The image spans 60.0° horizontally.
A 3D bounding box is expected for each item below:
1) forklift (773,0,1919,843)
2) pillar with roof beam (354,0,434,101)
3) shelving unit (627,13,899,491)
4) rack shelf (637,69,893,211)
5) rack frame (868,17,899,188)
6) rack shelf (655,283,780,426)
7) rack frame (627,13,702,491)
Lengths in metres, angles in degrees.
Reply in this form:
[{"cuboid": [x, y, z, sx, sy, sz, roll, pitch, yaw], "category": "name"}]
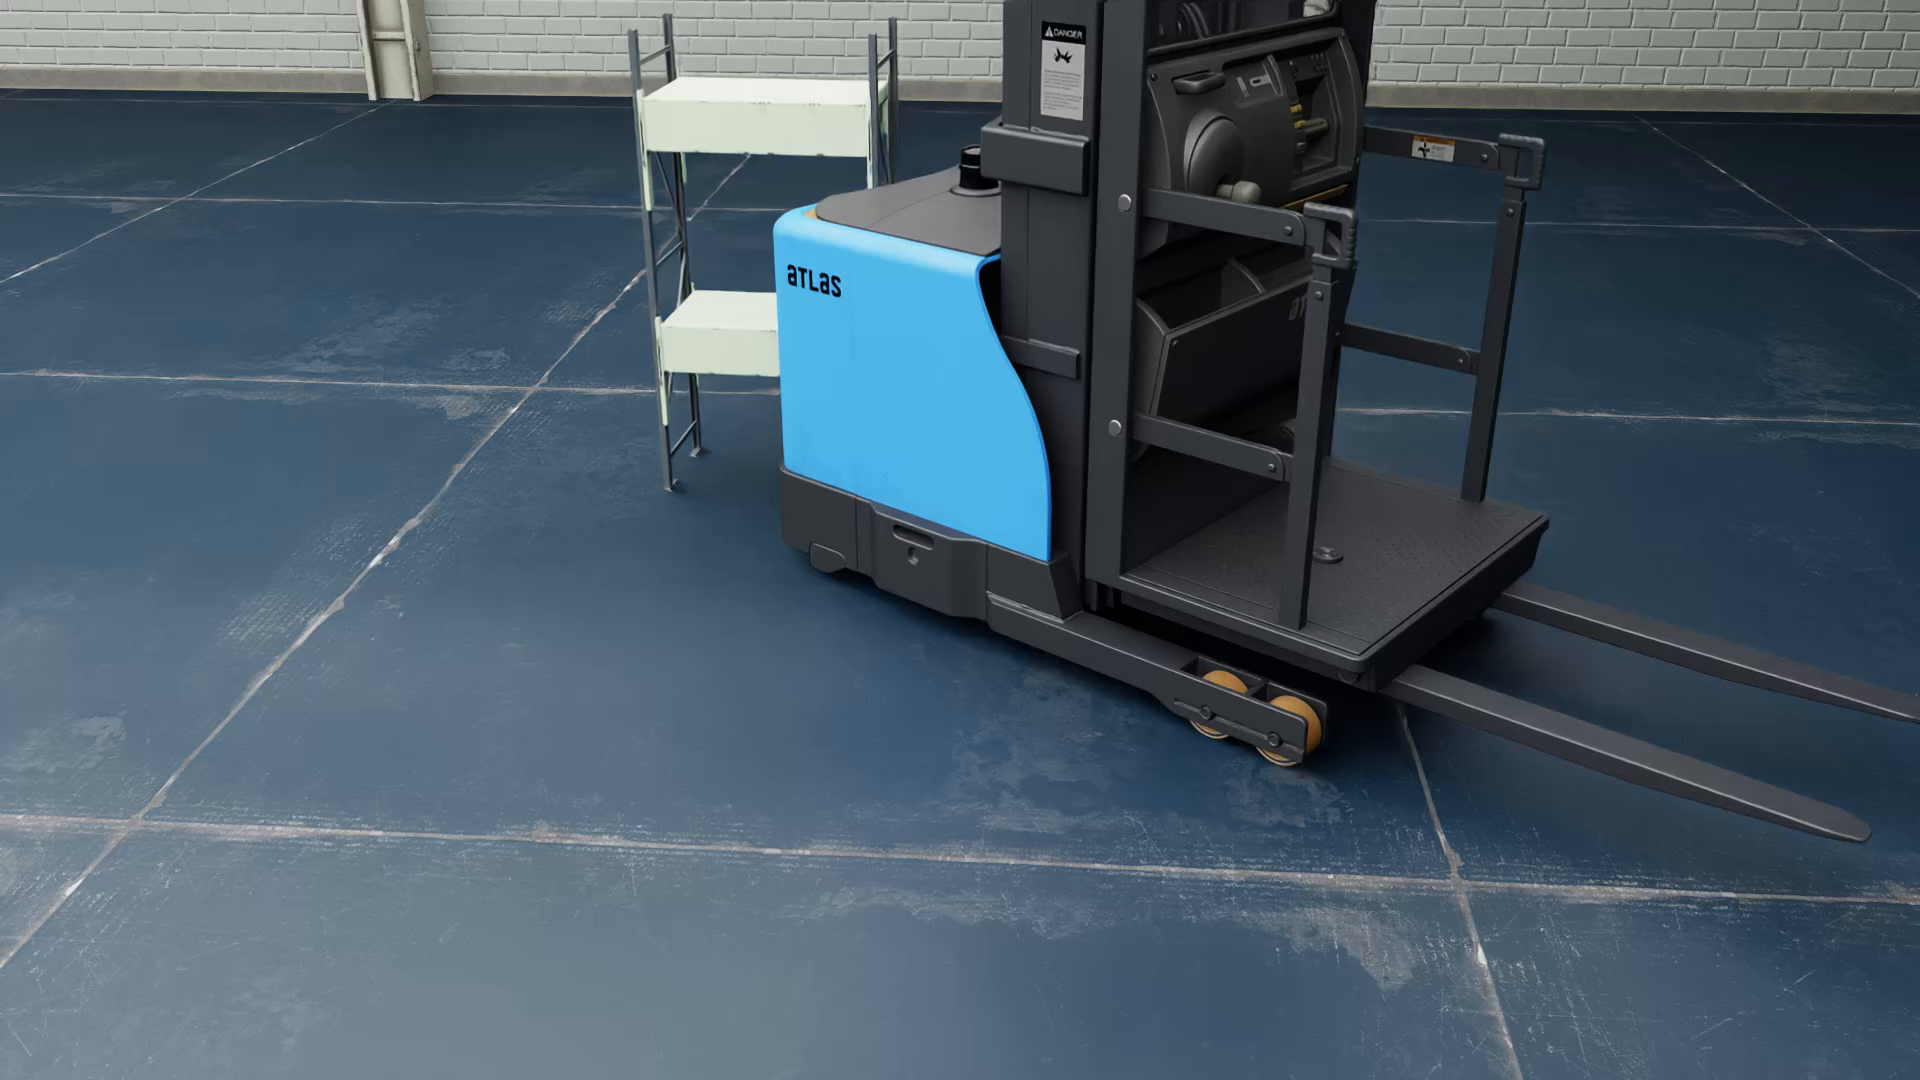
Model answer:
[{"cuboid": [0.905, -1.031, 3.984, 3.031, 2.935, 1.130, 20, 31, 36], "category": "forklift"}, {"cuboid": [-4.514, -5.622, 6.702, 0.400, 9.000, 9.100, 2, 25, 4], "category": "pillar with roof beam"}, {"cuboid": [-0.598, -0.909, 5.431, 0.755, 1.500, 0.431, 3, 25, 7], "category": "shelving unit"}, {"cuboid": [-0.598, -1.263, 5.268, 0.720, 0.370, 0.431, 3, 25, 7], "category": "rack shelf"}, {"cuboid": [-0.235, -0.889, 5.388, 0.023, 1.500, 0.400, 3, 25, 7], "category": "rack frame"}, {"cuboid": [-0.598, -0.613, 5.567, 0.720, 0.370, 0.431, 3, 25, 7], "category": "rack shelf"}, {"cuboid": [-0.961, -0.928, 5.474, 0.023, 1.500, 0.400, 3, 25, 7], "category": "rack frame"}]
